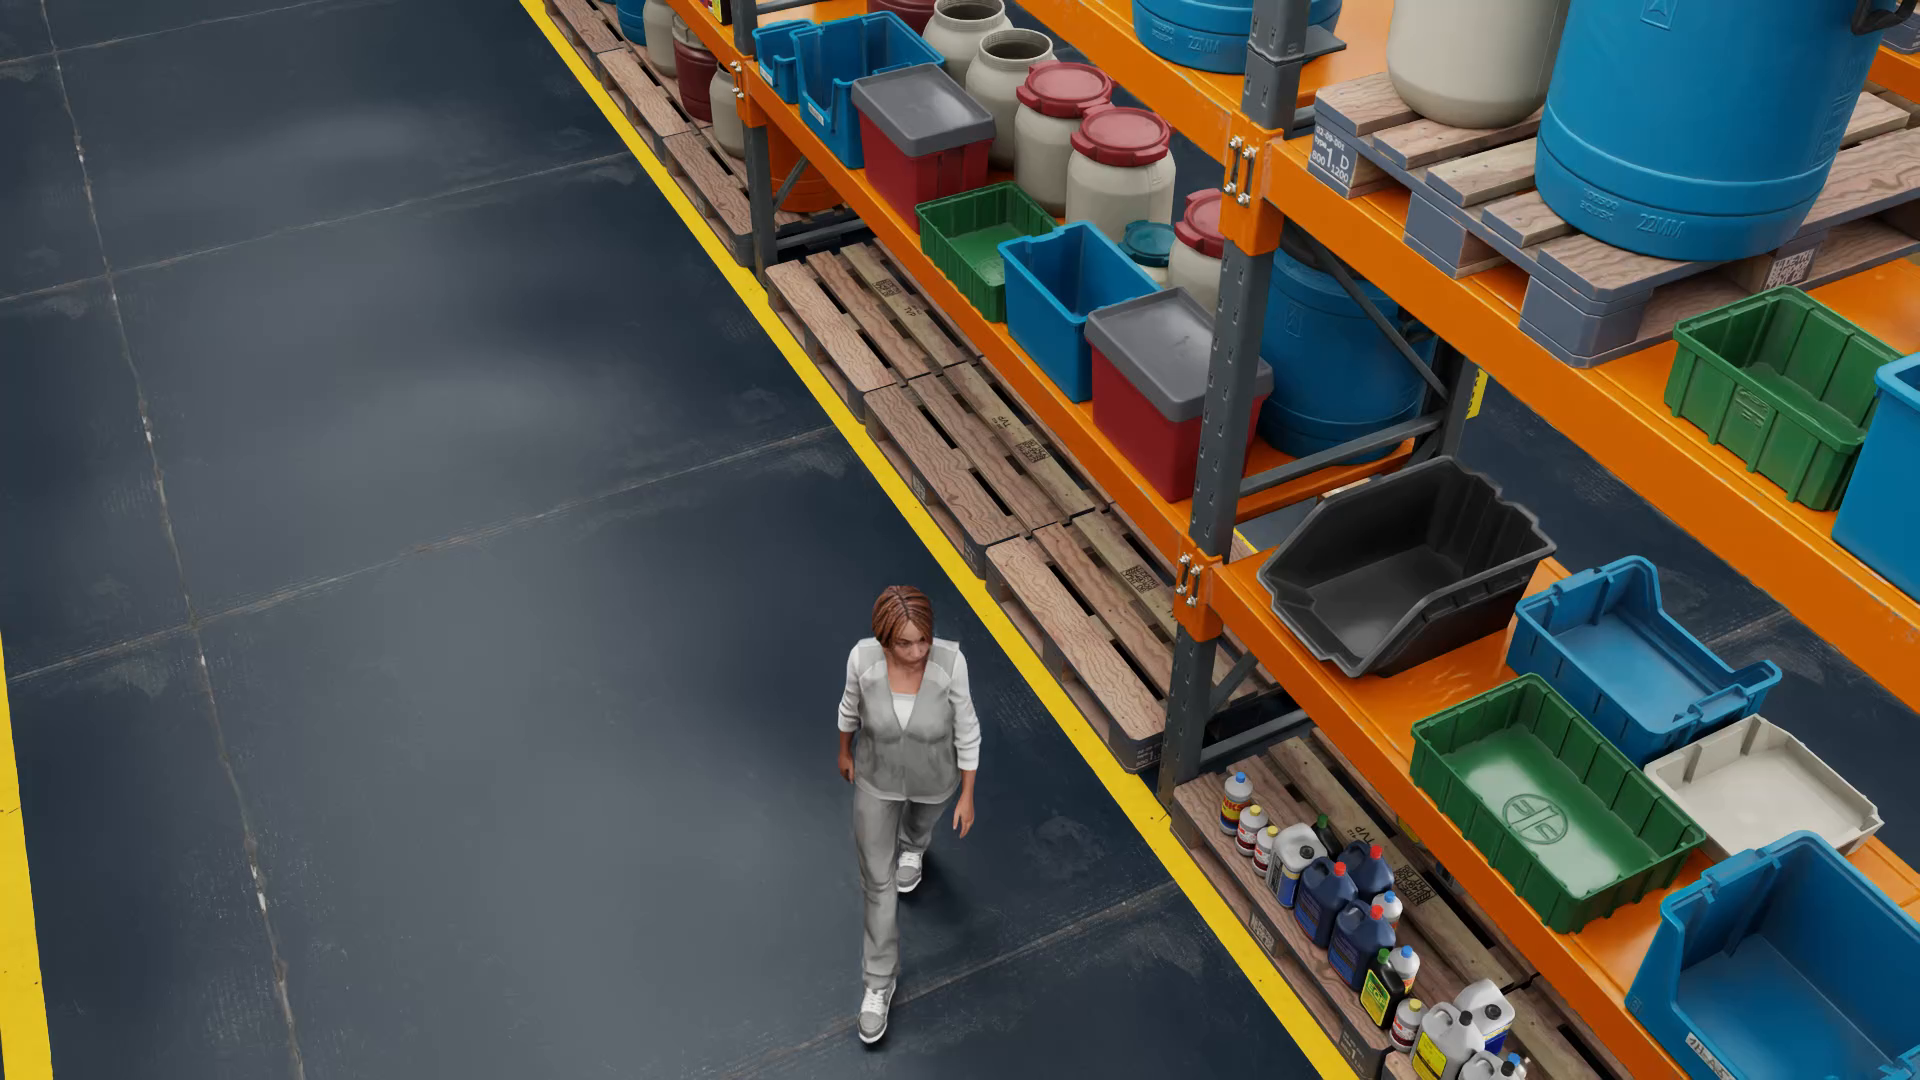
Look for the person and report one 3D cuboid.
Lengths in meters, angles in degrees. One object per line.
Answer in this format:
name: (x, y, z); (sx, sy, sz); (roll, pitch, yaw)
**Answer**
person: (-0.163, 0.790, 5.262); (0.462, 1.556, 0.882); (-1, 42, -1)
